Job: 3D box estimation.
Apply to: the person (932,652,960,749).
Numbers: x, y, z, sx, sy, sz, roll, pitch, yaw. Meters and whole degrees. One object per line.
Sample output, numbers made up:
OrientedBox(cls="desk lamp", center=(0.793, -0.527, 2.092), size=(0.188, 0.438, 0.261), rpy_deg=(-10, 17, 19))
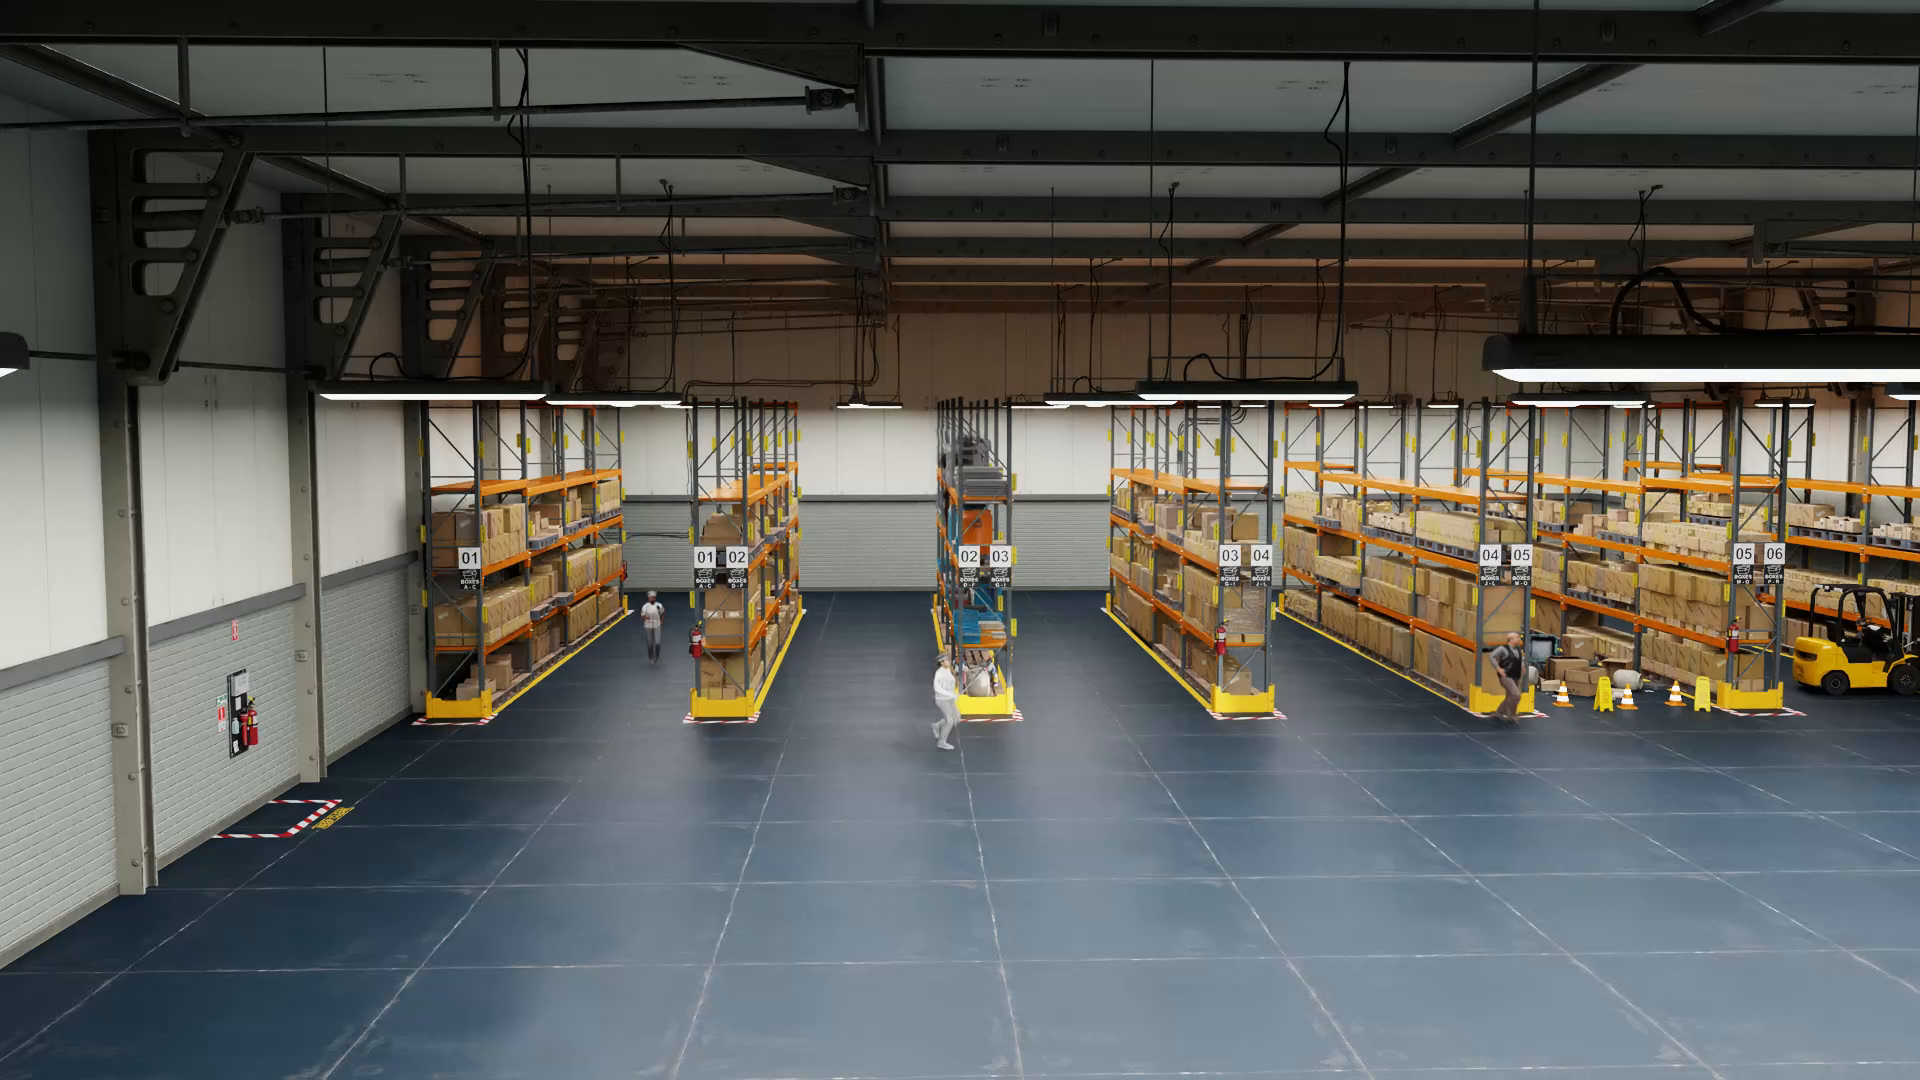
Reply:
OrientedBox(cls="person", center=(-0.252, 2.723, 28.273), size=(0.550, 1.658, 0.614), rpy_deg=(2, 5, 22))

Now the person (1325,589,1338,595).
OrientedBox(cls="person", center=(10.958, 1.103, 48.812), size=(0.694, 1.756, 0.630), rpy_deg=(-2, 5, -20))

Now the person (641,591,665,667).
OrientedBox(cls="person", center=(-6.888, 2.002, 37.364), size=(0.558, 1.728, 0.667), rpy_deg=(-1, 5, -12))

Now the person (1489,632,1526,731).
OrientedBox(cls="person", center=(9.982, 2.548, 30.180), size=(0.661, 1.755, 0.709), rpy_deg=(-3, 5, -34))
